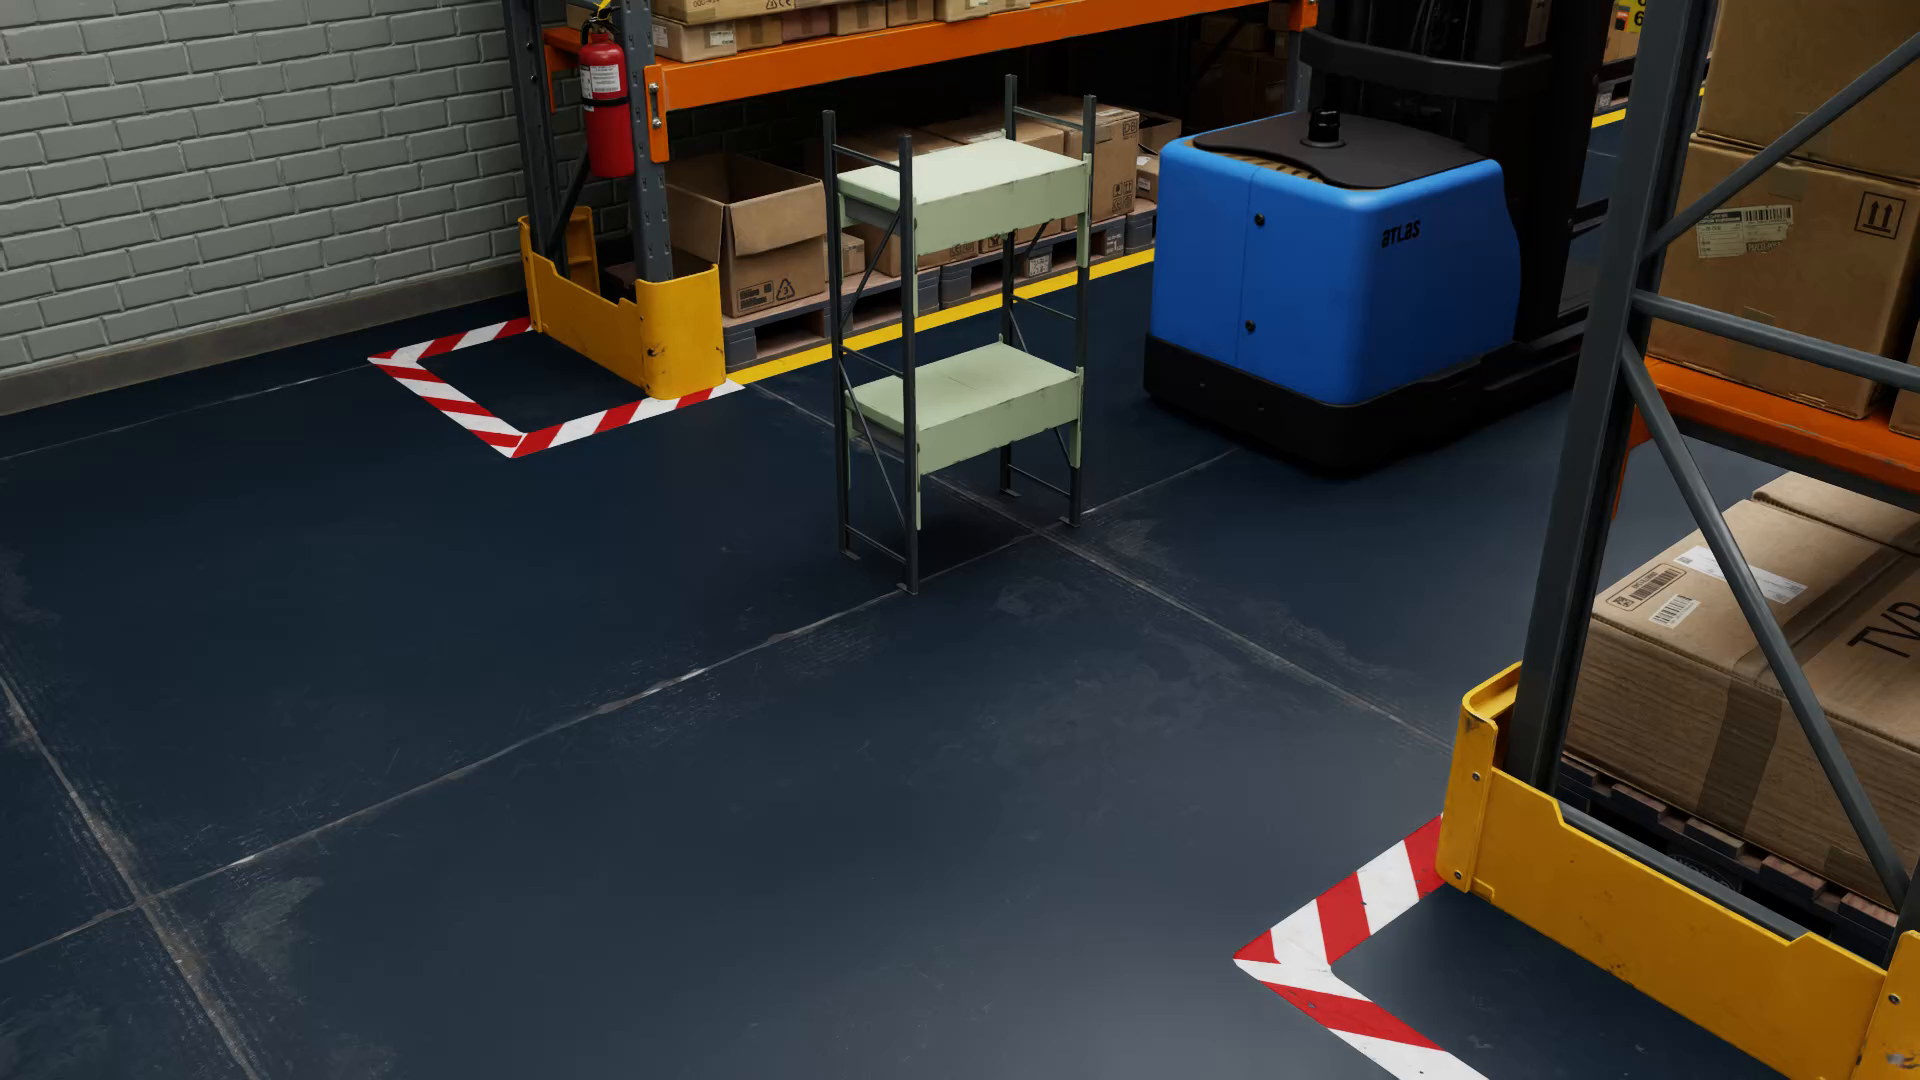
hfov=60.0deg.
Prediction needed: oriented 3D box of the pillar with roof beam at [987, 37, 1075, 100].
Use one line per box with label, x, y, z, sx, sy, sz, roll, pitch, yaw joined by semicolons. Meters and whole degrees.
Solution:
pillar with roof beam;3.197;-4.559;4.732;0.400;9.000;9.100;-22;35;-35

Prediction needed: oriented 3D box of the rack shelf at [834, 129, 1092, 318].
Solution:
rack shelf;0.005;-1.008;5.216;0.720;0.370;0.431;-22;35;-35

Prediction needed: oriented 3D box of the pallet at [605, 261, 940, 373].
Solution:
pallet;-0.862;-1.160;7.697;1.213;0.211;1.003;-22;35;-35

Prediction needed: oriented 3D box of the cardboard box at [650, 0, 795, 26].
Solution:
cardboard box;-1.005;-2.230;6.583;0.500;0.250;0.500;-22;35;-35

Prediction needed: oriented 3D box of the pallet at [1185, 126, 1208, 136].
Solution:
pallet;2.112;-2.379;9.977;1.213;0.211;1.003;-22;35;-35

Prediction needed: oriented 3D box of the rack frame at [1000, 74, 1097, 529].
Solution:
rack frame;0.284;-0.775;5.610;0.023;1.500;0.400;-22;35;-35

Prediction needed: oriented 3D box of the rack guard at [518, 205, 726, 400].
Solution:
rack guard;-1.468;-1.043;7.172;0.348;0.500;1.175;-22;35;-35

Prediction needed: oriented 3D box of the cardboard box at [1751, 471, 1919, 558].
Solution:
cardboard box;2.827;0.080;4.690;0.875;0.438;0.875;-21;34;-34

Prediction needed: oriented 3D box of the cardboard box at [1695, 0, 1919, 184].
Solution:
cardboard box;1.911;-1.062;3.387;0.500;0.500;0.500;-21;34;-33

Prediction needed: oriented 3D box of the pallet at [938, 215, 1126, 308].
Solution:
pallet;0.066;-1.531;8.391;1.213;0.211;1.003;-22;35;-35

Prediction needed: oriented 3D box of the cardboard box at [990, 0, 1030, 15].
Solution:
cardboard box;0.102;-2.478;7.471;0.250;0.149;0.380;-21;35;-34

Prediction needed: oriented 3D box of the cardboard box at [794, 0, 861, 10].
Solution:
cardboard box;-0.622;-2.384;6.872;0.500;0.250;0.500;-21;35;-34

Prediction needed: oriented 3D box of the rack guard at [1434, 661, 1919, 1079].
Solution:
rack guard;1.681;0.766;3.786;0.348;0.500;1.175;-22;35;-35

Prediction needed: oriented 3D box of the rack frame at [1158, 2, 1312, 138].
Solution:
rack frame;1.518;-3.346;8.829;0.127;3.000;1.000;-22;35;-35

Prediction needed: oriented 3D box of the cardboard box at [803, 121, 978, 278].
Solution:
cardboard box;-0.323;-1.606;7.779;0.500;0.500;0.700;-20;34;-33

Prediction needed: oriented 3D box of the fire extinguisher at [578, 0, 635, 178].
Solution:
fire extinguisher;-1.337;-1.713;6.251;0.183;0.674;0.296;-22;35;-35

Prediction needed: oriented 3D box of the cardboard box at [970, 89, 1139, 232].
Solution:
cardboard box;0.467;-1.923;8.373;0.500;0.500;0.700;-23;36;-37

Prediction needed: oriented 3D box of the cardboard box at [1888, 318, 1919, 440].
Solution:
cardboard box;2.251;-0.432;3.269;0.500;0.500;0.500;-22;35;-35

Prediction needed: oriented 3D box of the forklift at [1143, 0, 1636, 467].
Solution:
forklift;2.200;-2.124;6.614;3.031;2.935;1.130;-21;35;-34

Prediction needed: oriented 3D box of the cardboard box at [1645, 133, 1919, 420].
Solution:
cardboard box;1.894;-0.630;3.641;0.500;0.500;0.500;-22;35;-35

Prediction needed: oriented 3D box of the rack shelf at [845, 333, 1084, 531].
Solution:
rack shelf;0.005;-0.376;5.554;0.720;0.370;0.431;-22;35;-35

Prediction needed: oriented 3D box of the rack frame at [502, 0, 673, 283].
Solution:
rack frame;-1.525;-2.122;6.539;0.127;3.000;1.000;-22;35;-35

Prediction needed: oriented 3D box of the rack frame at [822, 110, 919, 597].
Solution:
rack frame;-0.273;-0.552;5.191;0.023;1.500;0.400;-22;35;-35

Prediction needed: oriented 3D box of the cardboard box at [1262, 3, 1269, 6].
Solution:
cardboard box;1.987;-3.091;9.869;0.250;0.149;0.380;-21;35;-34

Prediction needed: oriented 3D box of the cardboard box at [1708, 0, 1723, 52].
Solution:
cardboard box;5.044;-3.893;11.927;0.625;0.625;0.875;-21;34;-33

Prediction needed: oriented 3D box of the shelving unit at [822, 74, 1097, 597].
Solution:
shelving unit;0.005;-0.664;5.400;0.755;1.500;0.431;-22;35;-35

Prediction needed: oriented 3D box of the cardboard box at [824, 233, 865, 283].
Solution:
cardboard box;-0.650;-1.319;7.616;0.250;0.149;0.380;-24;36;-37

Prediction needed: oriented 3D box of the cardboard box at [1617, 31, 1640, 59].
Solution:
cardboard box;4.378;-3.446;11.222;0.500;0.500;0.500;-21;34;-34

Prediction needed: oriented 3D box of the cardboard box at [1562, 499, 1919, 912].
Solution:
cardboard box;2.136;0.363;4.161;0.875;0.438;0.875;-23;36;-37

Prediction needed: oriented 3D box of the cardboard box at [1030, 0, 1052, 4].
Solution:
cardboard box;0.253;-2.581;7.665;0.250;0.149;0.380;-22;35;-35

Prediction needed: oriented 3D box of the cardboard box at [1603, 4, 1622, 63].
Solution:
cardboard box;3.991;-3.297;10.943;0.500;0.500;0.500;-23;35;-36

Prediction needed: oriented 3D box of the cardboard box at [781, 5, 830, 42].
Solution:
cardboard box;-0.756;-2.201;6.953;0.250;0.149;0.380;-22;35;-36

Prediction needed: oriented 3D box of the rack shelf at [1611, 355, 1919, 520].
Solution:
rack shelf;3.221;-0.638;4.525;4.000;0.370;1.077;-22;35;-35

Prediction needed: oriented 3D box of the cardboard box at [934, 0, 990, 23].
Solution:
cardboard box;-0.085;-2.390;7.306;0.250;0.149;0.380;-23;36;-36

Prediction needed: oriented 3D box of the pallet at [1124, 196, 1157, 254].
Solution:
pallet;0.994;-1.906;9.094;1.213;0.211;1.003;-22;35;-35

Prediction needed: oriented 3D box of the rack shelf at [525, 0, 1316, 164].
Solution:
rack shelf;-0.004;-2.417;7.853;4.000;0.370;1.077;-22;35;-35

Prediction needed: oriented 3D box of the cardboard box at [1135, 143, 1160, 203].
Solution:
cardboard box;1.013;-1.940;8.654;0.258;0.266;0.396;-20;34;-33

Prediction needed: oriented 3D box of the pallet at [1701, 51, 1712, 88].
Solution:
pallet;5.212;-3.578;12.221;1.213;0.211;1.003;-22;35;-35

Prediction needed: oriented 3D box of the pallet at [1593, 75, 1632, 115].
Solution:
pallet;3.968;-3.125;11.374;1.213;0.211;1.003;-22;35;-35

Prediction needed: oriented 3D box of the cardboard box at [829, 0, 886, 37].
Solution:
cardboard box;-0.524;-2.256;7.056;0.250;0.149;0.380;-21;34;-33

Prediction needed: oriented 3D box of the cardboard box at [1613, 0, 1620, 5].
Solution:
cardboard box;4.162;-3.602;10.826;0.250;0.149;0.380;-24;36;-37

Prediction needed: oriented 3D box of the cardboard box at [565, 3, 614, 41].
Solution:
cardboard box;-1.448;-2.209;6.968;0.250;0.149;0.380;-22;35;-35

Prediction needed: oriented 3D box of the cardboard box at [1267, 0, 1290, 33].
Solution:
cardboard box;1.924;-2.882;9.163;0.250;0.149;0.380;-23;35;-36

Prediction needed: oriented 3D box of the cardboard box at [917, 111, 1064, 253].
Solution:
cardboard box;0.144;-1.732;8.014;0.500;0.500;0.500;-21;35;-34

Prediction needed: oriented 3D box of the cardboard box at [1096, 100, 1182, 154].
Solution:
cardboard box;0.862;-2.228;9.144;0.500;0.311;0.500;-20;34;-33

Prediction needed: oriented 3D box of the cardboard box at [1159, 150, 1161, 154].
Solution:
cardboard box;1.284;-1.998;8.886;0.250;0.149;0.380;-23;36;-36

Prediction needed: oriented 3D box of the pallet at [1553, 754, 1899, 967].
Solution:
pallet;2.257;0.613;4.378;1.213;0.211;1.003;-22;35;-35

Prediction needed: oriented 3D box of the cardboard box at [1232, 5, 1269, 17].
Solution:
cardboard box;1.807;-3.013;9.724;0.250;0.149;0.380;-22;35;-35

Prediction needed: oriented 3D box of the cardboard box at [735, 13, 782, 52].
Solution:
cardboard box;-0.934;-2.108;6.779;0.250;0.149;0.380;-21;35;-34

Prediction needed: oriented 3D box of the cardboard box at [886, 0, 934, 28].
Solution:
cardboard box;-0.326;-2.340;7.212;0.250;0.149;0.380;-21;35;-34

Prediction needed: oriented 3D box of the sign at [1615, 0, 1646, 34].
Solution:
sign;1.357;-1.158;3.254;0.005;0.325;0.100;-22;35;-35

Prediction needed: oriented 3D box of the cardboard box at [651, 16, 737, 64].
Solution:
cardboard box;-1.097;-2.014;6.602;0.250;0.149;0.380;-22;35;-35

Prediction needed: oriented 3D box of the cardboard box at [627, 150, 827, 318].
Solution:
cardboard box;-0.999;-1.360;7.315;0.637;0.503;0.797;-24;36;-37

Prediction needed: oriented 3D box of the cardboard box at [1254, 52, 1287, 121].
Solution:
cardboard box;2.032;-2.496;9.445;0.500;0.500;0.500;-20;34;-33

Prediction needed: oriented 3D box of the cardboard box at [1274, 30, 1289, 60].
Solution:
cardboard box;1.963;-2.729;9.193;0.250;0.149;0.380;-20;34;-33

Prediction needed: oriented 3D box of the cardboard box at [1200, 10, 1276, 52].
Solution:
cardboard box;1.610;-2.931;9.570;0.250;0.149;0.380;-24;36;-37

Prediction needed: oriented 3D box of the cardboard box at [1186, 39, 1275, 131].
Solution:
cardboard box;1.699;-2.685;9.798;0.500;0.500;0.500;-22;35;-35

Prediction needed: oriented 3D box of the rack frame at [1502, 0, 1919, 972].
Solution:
rack frame;1.699;-0.344;3.211;0.127;3.000;1.000;-22;35;-35

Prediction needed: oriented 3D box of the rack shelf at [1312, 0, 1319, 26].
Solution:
rack shelf;3.039;-3.641;10.143;4.000;0.370;1.077;-22;35;-35
